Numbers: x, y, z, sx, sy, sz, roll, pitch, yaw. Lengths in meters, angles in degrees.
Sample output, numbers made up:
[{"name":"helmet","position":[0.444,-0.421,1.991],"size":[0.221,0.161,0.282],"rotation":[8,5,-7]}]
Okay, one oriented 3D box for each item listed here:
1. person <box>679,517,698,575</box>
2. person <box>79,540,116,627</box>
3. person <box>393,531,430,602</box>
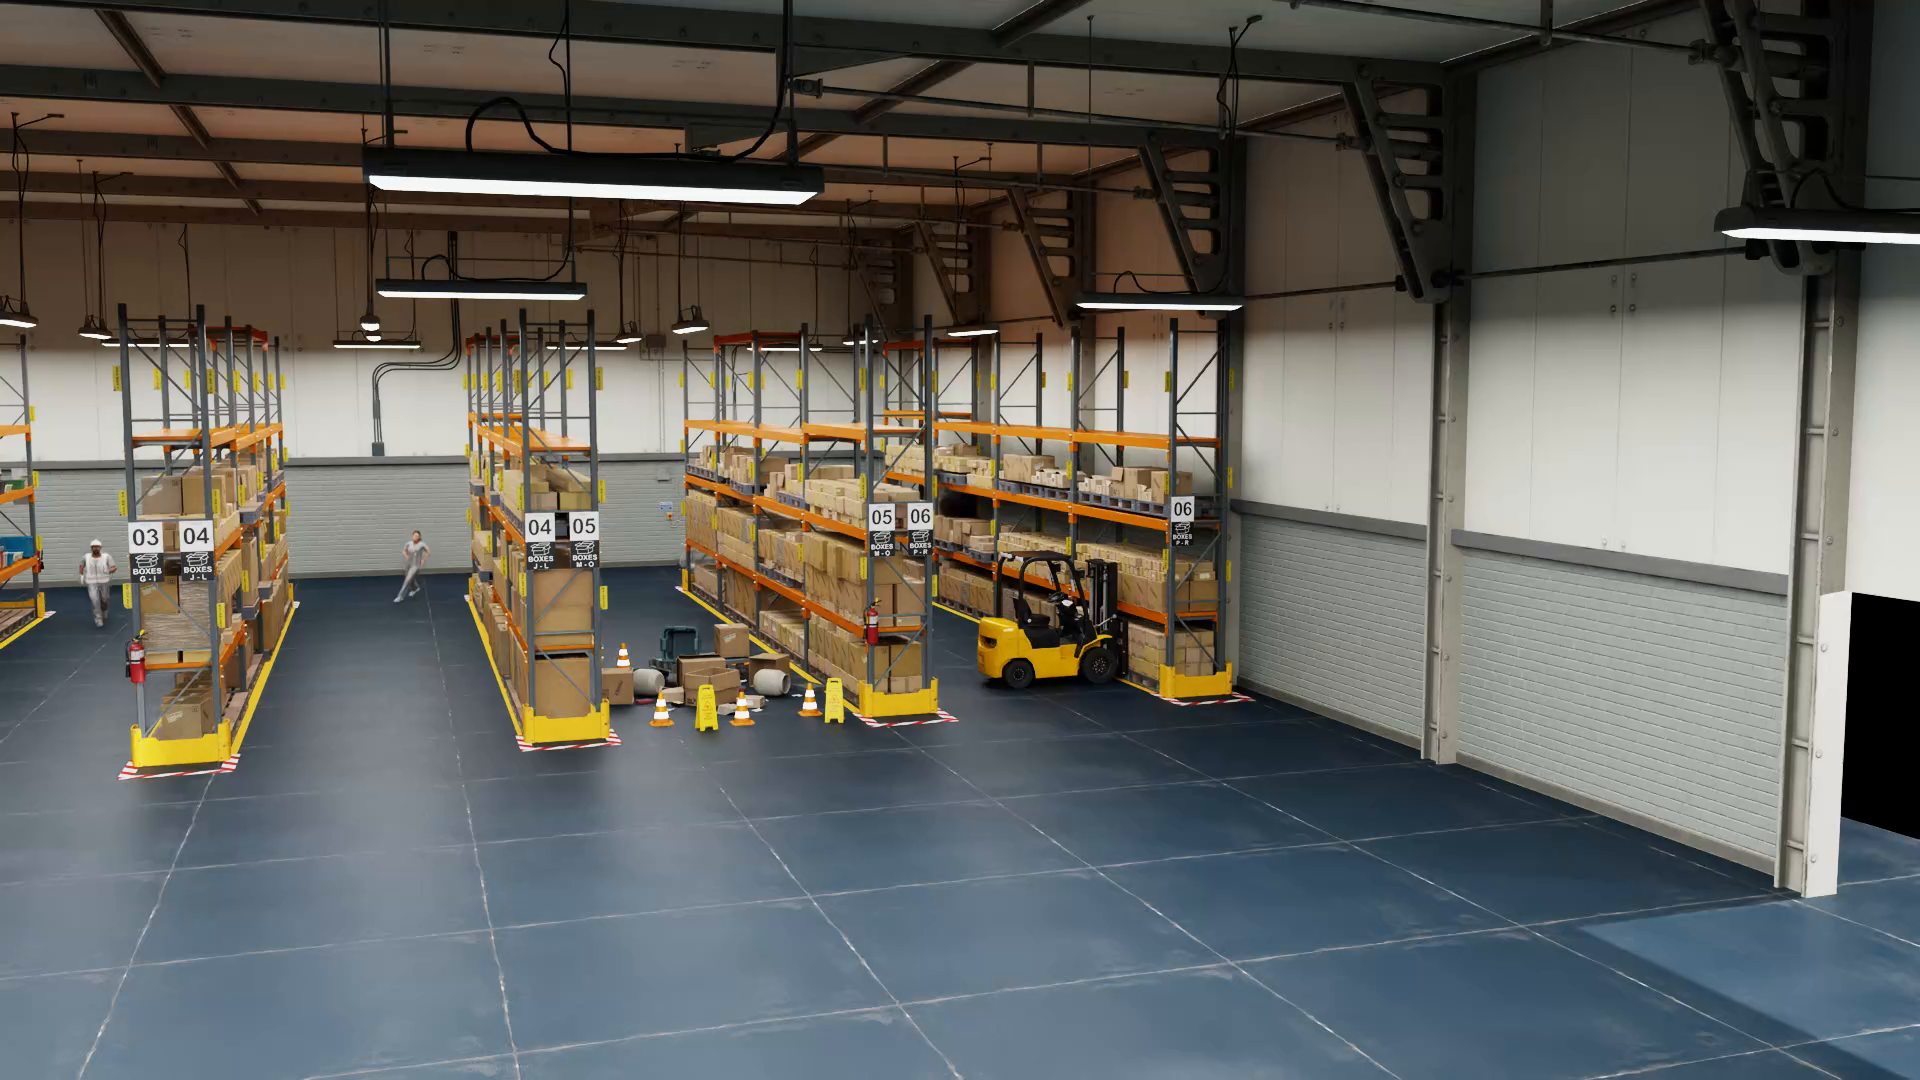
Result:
[{"name":"person","position":[-6.744,0.219,41.346],"size":[0.521,1.721,0.719],"rotation":[1,6,10]},{"name":"person","position":[-17.695,0.879,34.137],"size":[0.689,1.762,0.877],"rotation":[-3,6,-26]},{"name":"person","position":[-12.510,0.574,38.122],"size":[0.653,1.608,0.986],"rotation":[1,6,11]}]
